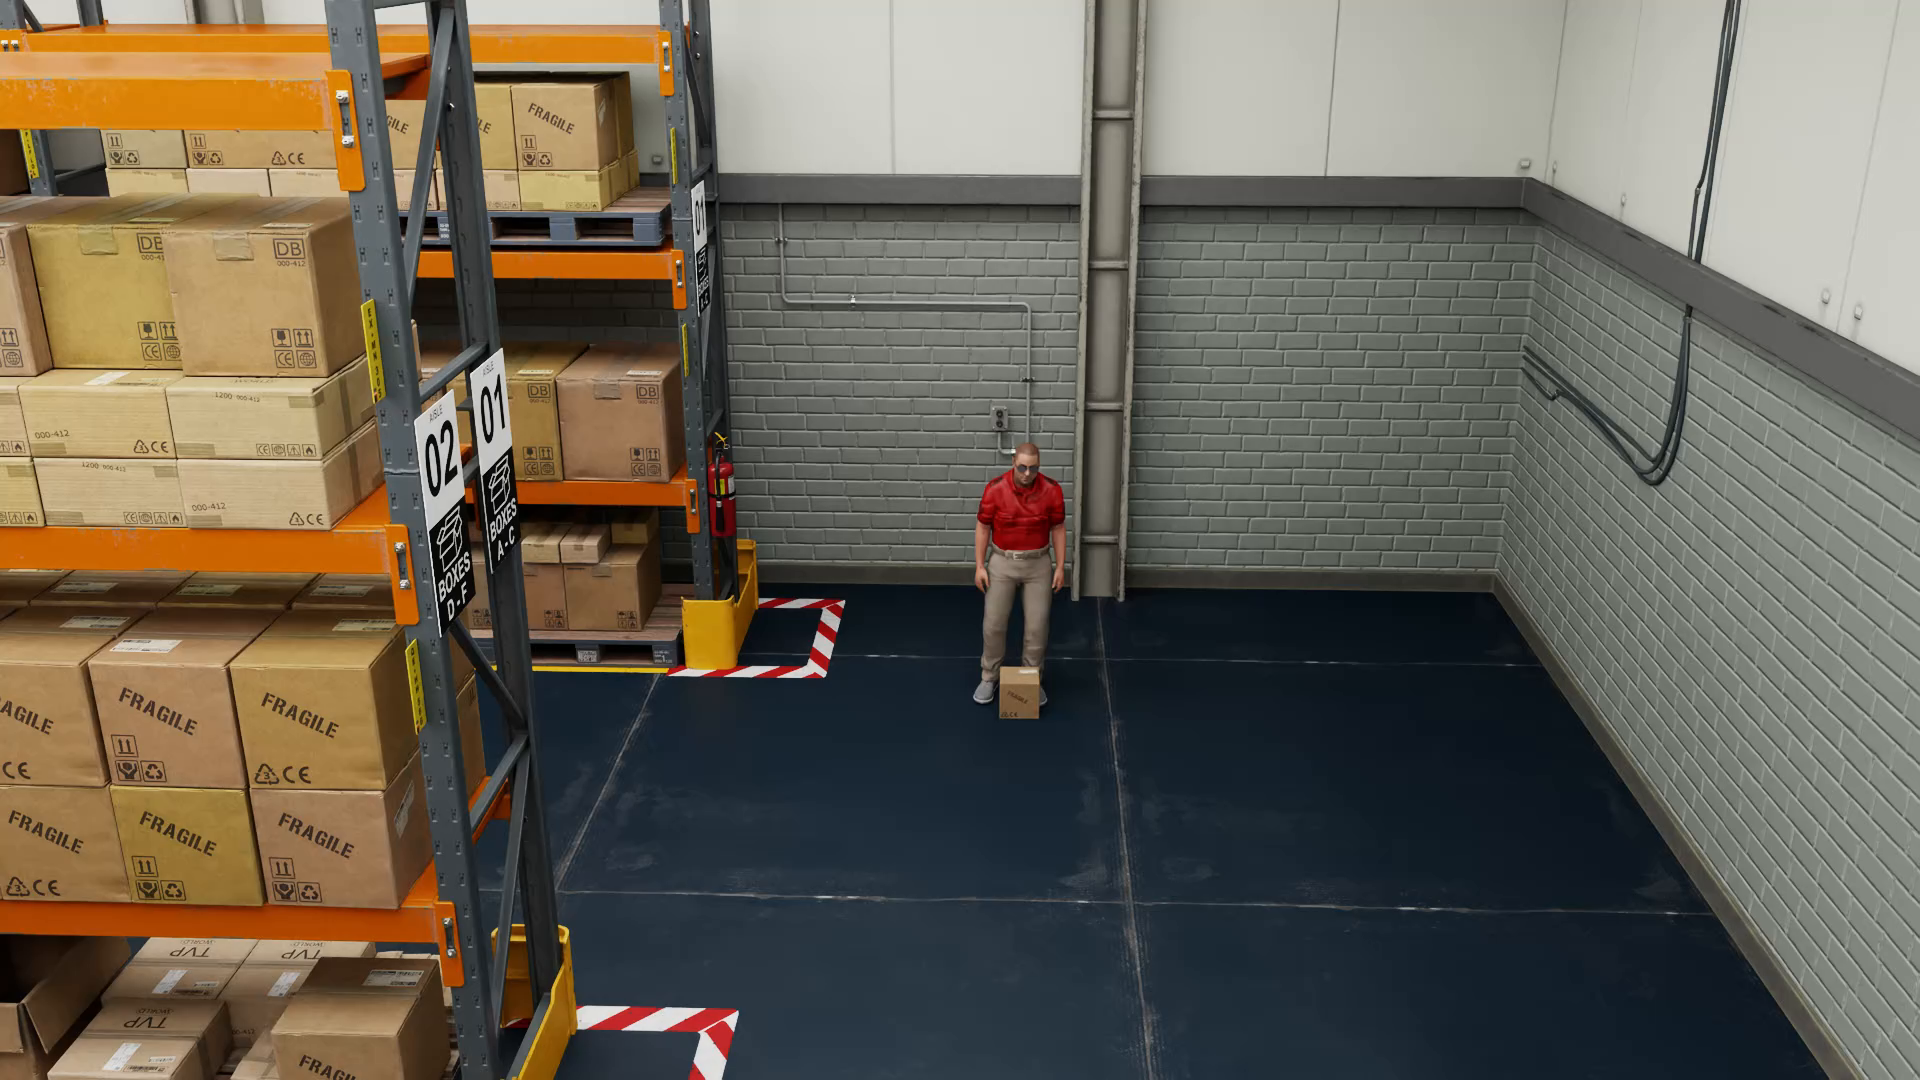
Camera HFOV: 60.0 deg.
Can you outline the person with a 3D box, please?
[{"bbox_3d":[0.382,0.200,10.569,0.595,1.725,0.436,0,21,-1],"label":"person"}]
